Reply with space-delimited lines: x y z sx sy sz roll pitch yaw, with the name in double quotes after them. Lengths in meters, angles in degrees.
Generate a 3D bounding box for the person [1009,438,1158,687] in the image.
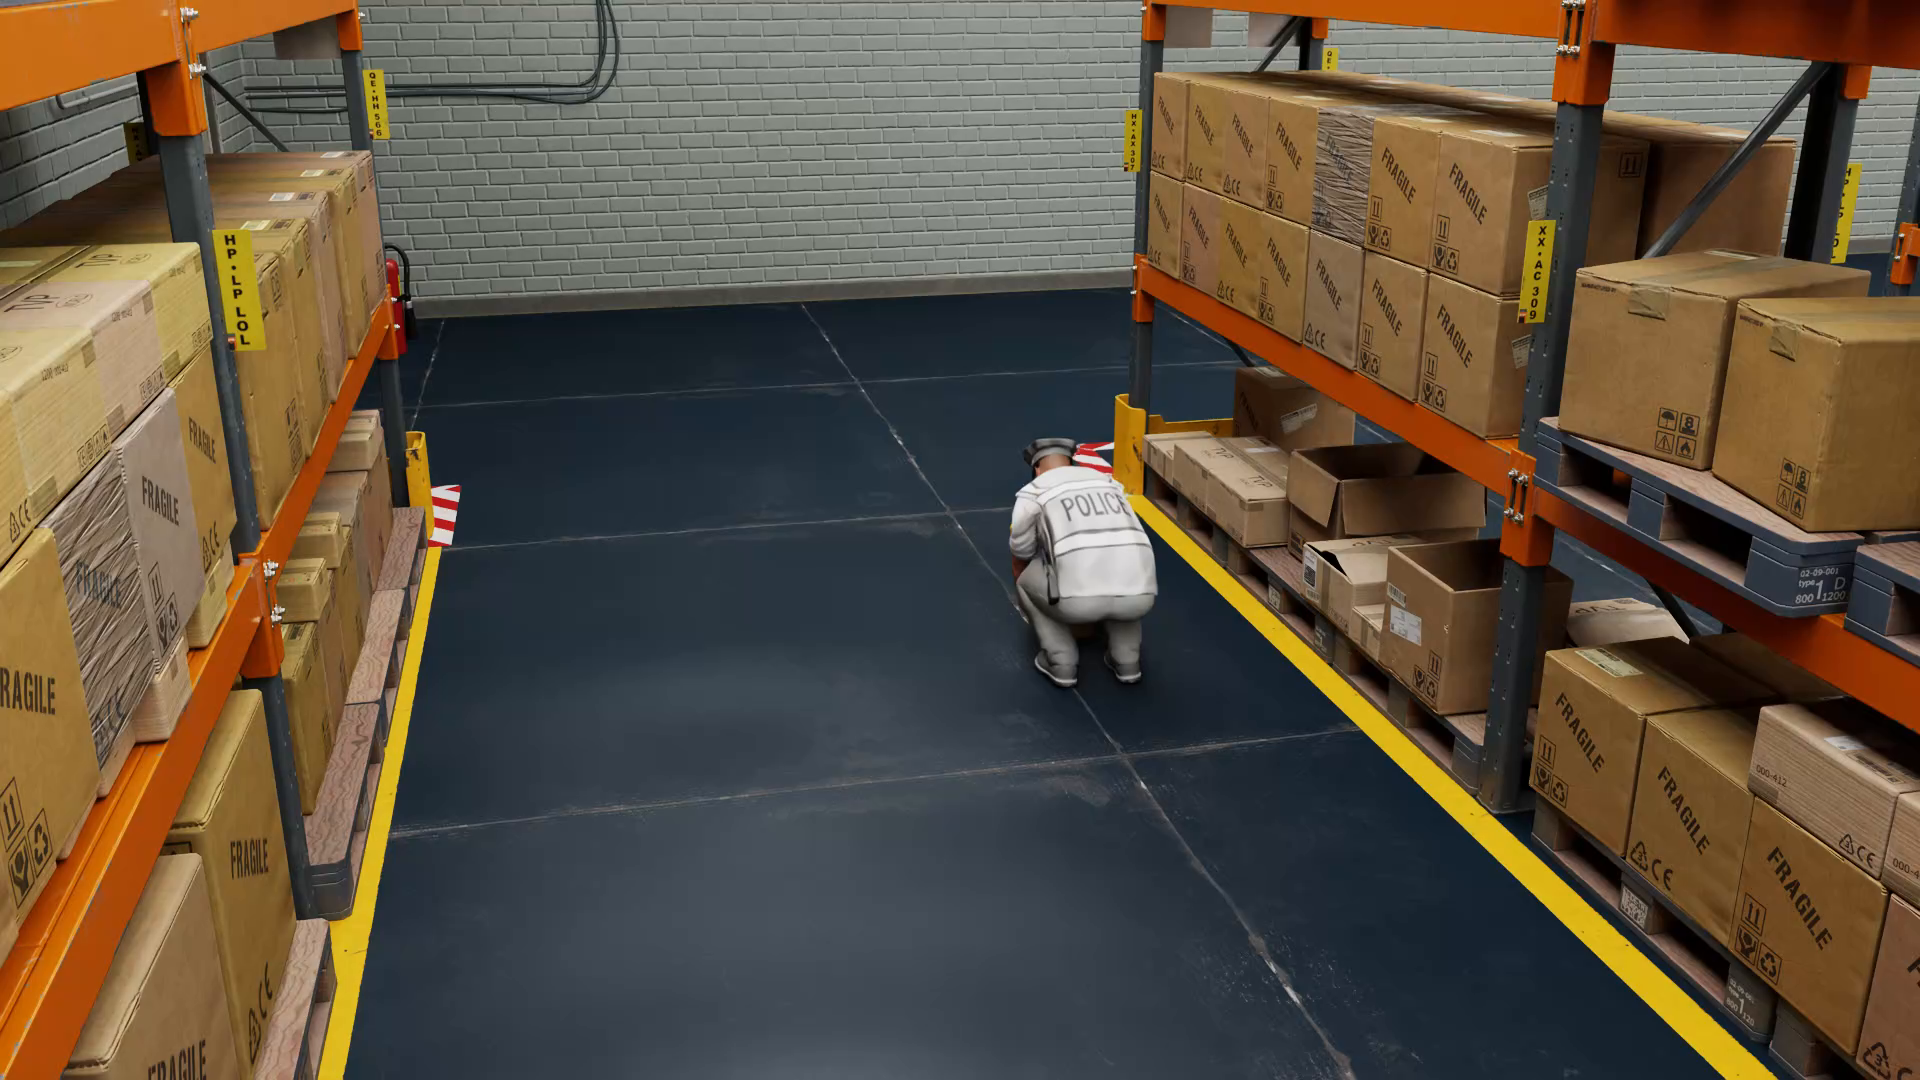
0.511 0.088 7.074 0.560 0.920 0.954 -3 20 -9 "person"
